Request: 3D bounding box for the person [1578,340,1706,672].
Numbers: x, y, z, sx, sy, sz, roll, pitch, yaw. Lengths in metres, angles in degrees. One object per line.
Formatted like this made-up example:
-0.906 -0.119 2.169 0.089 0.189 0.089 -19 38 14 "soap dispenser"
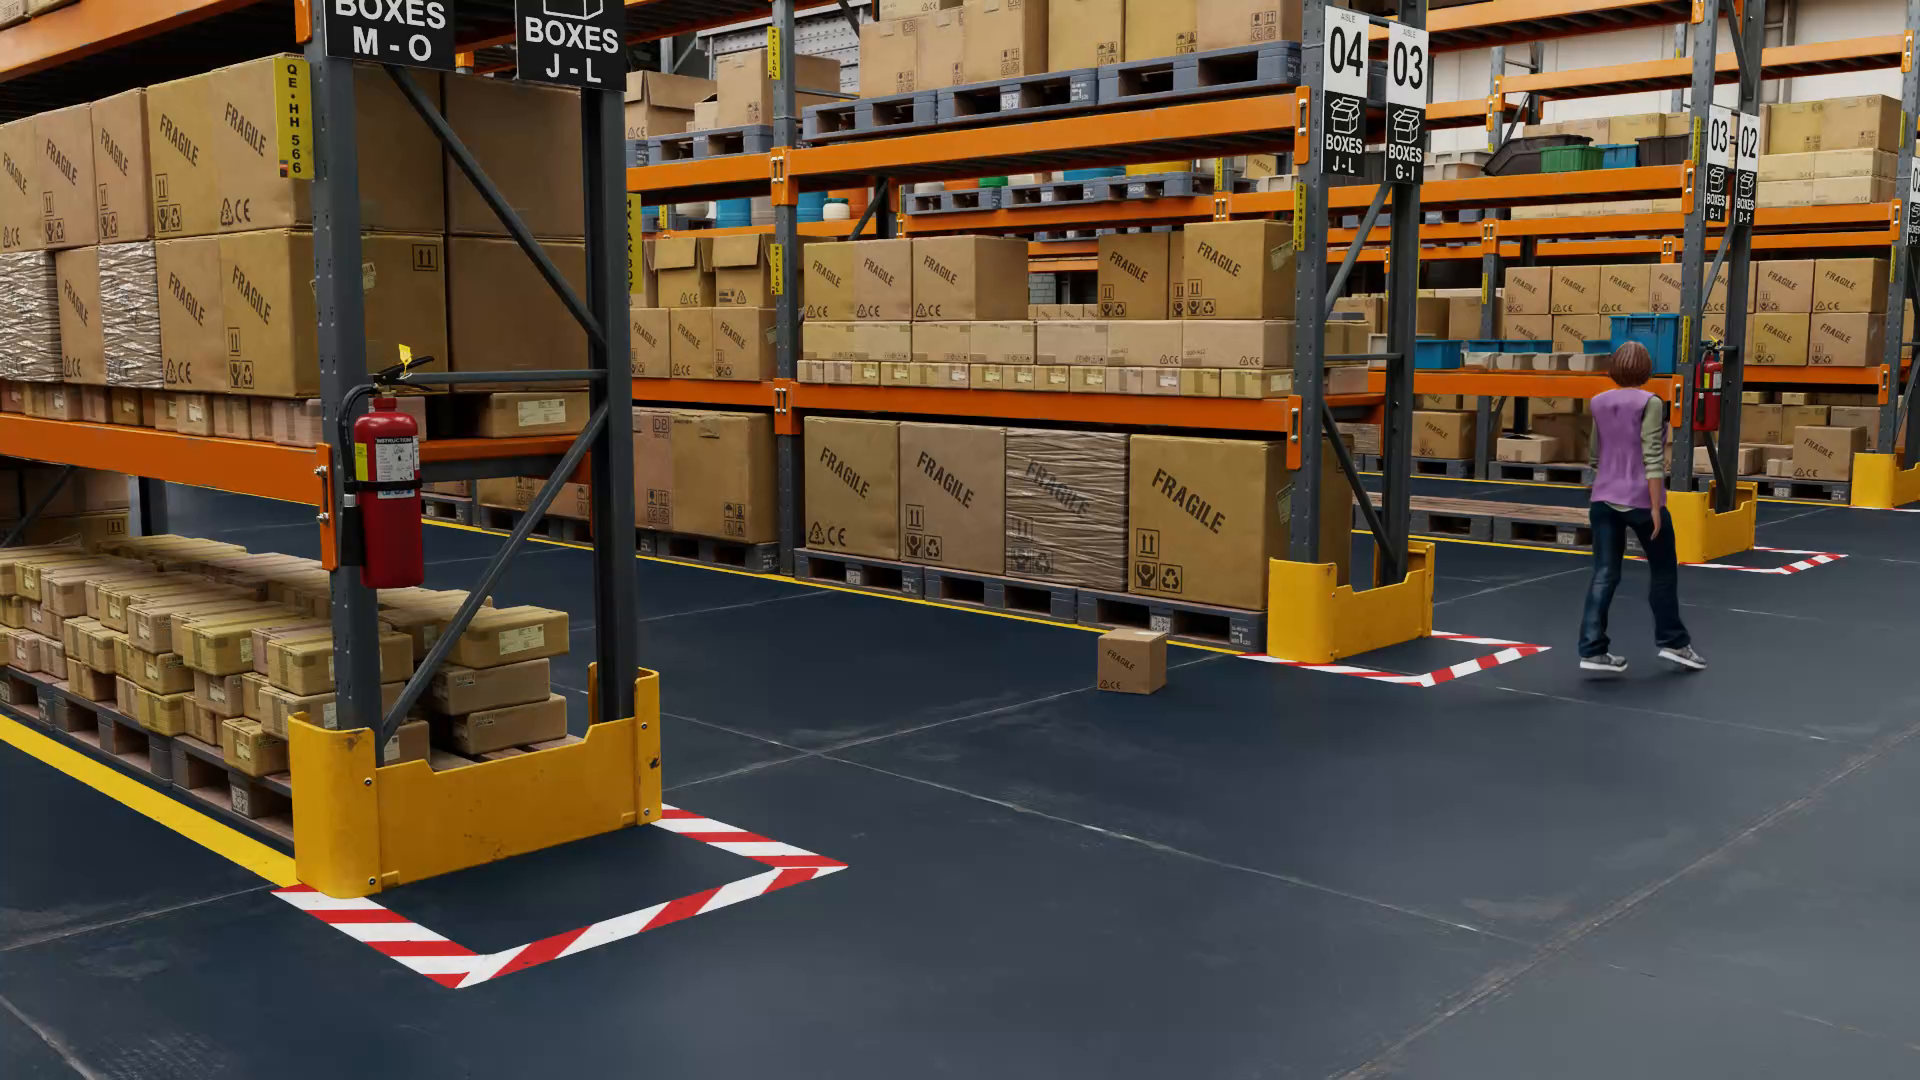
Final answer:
3.236 -0.159 7.981 0.751 1.592 0.456 -5 9 -36 "person"
